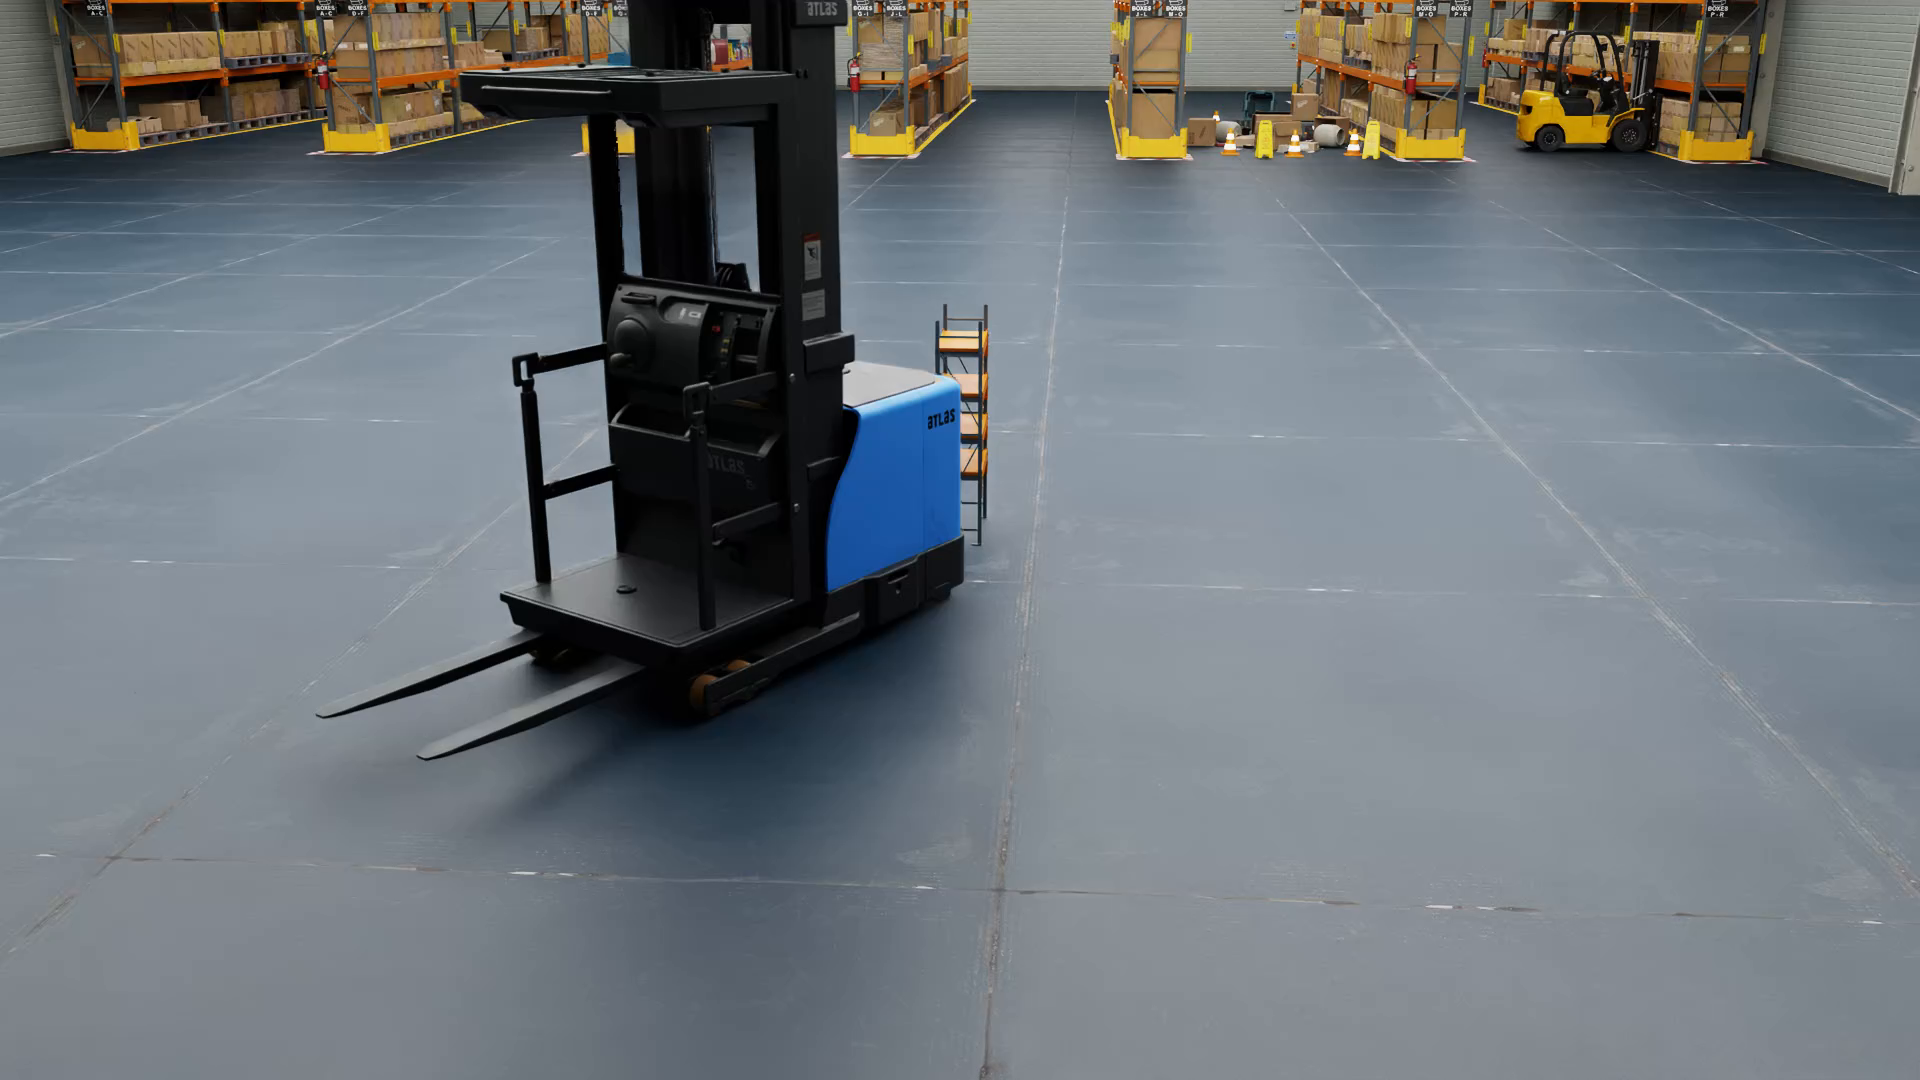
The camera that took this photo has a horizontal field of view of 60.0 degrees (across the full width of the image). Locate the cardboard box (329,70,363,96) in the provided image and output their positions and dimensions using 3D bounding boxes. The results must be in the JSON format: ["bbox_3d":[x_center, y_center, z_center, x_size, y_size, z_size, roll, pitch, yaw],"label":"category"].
[{"bbox_3d":[-15.372,-11.283,41.317,0.750,0.750,0.750,2,18,6],"label":"cardboard box"}]

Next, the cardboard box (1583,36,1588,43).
[{"bbox_3d":[13.649,-10.781,35.804,0.380,0.149,0.250,2,18,5],"label":"cardboard box"}]

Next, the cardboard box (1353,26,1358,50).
[{"bbox_3d":[8.700,-10.717,35.500,0.500,0.500,0.500,2,18,5],"label":"cardboard box"}]

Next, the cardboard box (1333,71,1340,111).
[{"bbox_3d":[9.225,-10.470,38.796,0.875,0.875,0.875,2,18,5],"label":"cardboard box"}]

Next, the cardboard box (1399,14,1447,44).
[{"bbox_3d":[8.270,-9.133,29.735,0.700,0.500,0.500,1,18,3],"label":"cardboard box"}]

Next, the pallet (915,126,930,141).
[{"bbox_3d":[-1.159,-8.235,33.715,1.003,0.211,1.213,1,18,4],"label":"pallet"}]

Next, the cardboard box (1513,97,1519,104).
[{"bbox_3d":[14.010,-10.947,41.419,0.380,0.149,0.250,1,18,2],"label":"cardboard box"}]

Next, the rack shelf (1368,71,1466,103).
[{"bbox_3d":[8.595,-8.585,31.461,1.077,0.370,4.000,1,18,4],"label":"rack shelf"}]

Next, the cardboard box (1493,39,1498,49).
[{"bbox_3d":[14.212,-12.944,43.372,0.500,0.250,0.500,1,18,5],"label":"cardboard box"}]

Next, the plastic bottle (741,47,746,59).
[{"bbox_3d":[-5.291,-11.864,40.512,0.152,0.276,0.135,1,18,4],"label":"plastic bottle"}]

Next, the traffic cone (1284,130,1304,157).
[{"bbox_3d":[6.064,-7.182,30.097,0.336,0.463,0.334,1,18,4],"label":"traffic cone"}]

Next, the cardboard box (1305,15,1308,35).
[{"bbox_3d":[9.221,-13.334,43.033,0.500,0.500,0.500,1,18,3],"label":"cardboard box"}]

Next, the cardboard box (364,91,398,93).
[{"bbox_3d":[-11.478,-8.638,33.004,0.500,0.500,0.500,1,18,4],"label":"cardboard box"}]

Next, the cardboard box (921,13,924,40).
[{"bbox_3d":[-0.975,-9.977,32.309,0.500,0.500,0.500,1,18,4],"label":"cardboard box"}]

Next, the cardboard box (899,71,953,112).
[{"bbox_3d":[-0.789,-10.415,38.629,1.225,0.875,0.875,0,18,1],"label":"cardboard box"}]

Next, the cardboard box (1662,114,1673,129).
[{"bbox_3d":[13.172,-7.640,30.361,0.500,0.250,0.500,1,18,3],"label":"cardboard box"}]

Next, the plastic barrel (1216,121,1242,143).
[{"bbox_3d":[5.242,-8.016,32.708,0.512,0.421,0.421,17,25,41],"label":"plastic barrel"}]

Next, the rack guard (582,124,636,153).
[{"bbox_3d":[-6.415,-7.474,30.930,1.175,0.500,0.348,1,18,4],"label":"rack guard"}]

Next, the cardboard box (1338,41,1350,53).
[{"bbox_3d":[8.806,-11.113,37.458,0.500,0.250,0.500,1,18,4],"label":"cardboard box"}]

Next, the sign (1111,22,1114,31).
[{"bbox_3d":[4.113,-13.777,44.762,0.100,0.325,0.005,1,18,4],"label":"sign"}]

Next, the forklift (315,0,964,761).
[{"bbox_3d":[-1.255,-0.850,6.811,1.130,2.935,3.031,13,22,34],"label":"forklift"}]

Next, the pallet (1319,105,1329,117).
[{"bbox_3d":[9.332,-10.466,40.525,1.003,0.211,1.213,1,18,4],"label":"pallet"}]

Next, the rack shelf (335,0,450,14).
[{"bbox_3d":[-11.170,-10.454,32.347,1.077,0.370,4.000,1,18,4],"label":"rack shelf"}]

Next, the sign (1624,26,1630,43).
[{"bbox_3d":[13.147,-9.960,32.770,0.100,0.325,0.005,1,18,4],"label":"sign"}]

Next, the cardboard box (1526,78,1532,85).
[{"bbox_3d":[13.972,-11.137,40.394,0.380,0.149,0.250,2,18,7],"label":"cardboard box"}]

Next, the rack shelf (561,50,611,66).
[{"bbox_3d":[-10.310,-12.755,44.189,1.077,0.370,4.000,1,18,4],"label":"rack shelf"}]

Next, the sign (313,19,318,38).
[{"bbox_3d":[-11.854,-9.428,30.640,0.100,0.325,0.005,1,18,4],"label":"sign"}]

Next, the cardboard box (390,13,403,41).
[{"bbox_3d":[-11.196,-9.894,32.058,0.700,0.500,0.500,1,18,4],"label":"cardboard box"}]

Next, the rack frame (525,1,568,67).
[{"bbox_3d":[-10.453,-12.476,42.181,1.000,3.000,0.127,1,18,4],"label":"rack frame"}]

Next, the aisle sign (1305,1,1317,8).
[{"bbox_3d":[9.314,-14.539,44.302,0.394,0.787,0.004,1,18,4],"label":"aisle sign"}]

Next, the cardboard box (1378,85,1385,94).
[{"bbox_3d":[8.323,-8.731,32.247,0.380,0.149,0.250,2,18,6],"label":"cardboard box"}]

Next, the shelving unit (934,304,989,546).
[{"bbox_3d":[0.012,-0.622,8.893,0.258,1.200,0.503,1,18,4],"label":"shelving unit"}]

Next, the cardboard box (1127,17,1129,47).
[{"bbox_3d":[3.604,-9.595,31.413,0.875,0.550,0.500,1,18,4],"label":"cardboard box"}]

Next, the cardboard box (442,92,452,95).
[{"bbox_3d":[-11.215,-9.600,36.243,0.500,0.311,0.500,1,18,4],"label":"cardboard box"}]

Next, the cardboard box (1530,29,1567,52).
[{"bbox_3d":[13.968,-11.864,39.478,0.700,0.500,0.500,1,18,5],"label":"cardboard box"}]

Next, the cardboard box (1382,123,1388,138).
[{"bbox_3d":[8.318,-7.779,31.587,0.500,0.250,0.500,1,18,2],"label":"cardboard box"}]

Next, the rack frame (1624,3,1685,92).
[{"bbox_3d":[13.689,-9.438,32.910,1.000,3.000,0.127,1,18,4],"label":"rack frame"}]

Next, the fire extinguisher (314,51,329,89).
[{"bbox_3d":[-11.785,-8.686,30.739,0.296,0.674,0.183,1,18,4],"label":"fire extinguisher"}]

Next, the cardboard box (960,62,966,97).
[{"bbox_3d":[-0.317,-12.203,44.085,0.875,0.875,0.875,1,18,4],"label":"cardboard box"}]

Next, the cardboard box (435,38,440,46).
[{"bbox_3d":[-10.852,-10.181,33.975,0.380,0.149,0.250,1,18,3],"label":"cardboard box"}]

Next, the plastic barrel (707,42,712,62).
[{"bbox_3d":[-5.691,-10.720,36.642,0.421,0.512,0.421,0,18,0],"label":"plastic barrel"}]

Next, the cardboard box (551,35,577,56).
[{"bbox_3d":[-10.145,-12.676,42.630,0.500,0.500,0.500,2,18,5],"label":"cardboard box"}]

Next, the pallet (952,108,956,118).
[{"bbox_3d":[-0.638,-10.307,40.041,1.003,0.211,1.213,1,18,4],"label":"pallet"}]

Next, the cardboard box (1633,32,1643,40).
[{"bbox_3d":[13.371,-9.843,32.465,0.380,0.149,0.250,2,18,5],"label":"cardboard box"}]

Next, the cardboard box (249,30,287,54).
[{"bbox_3d":[-15.718,-11.279,37.662,0.700,0.500,0.500,0,18,-1],"label":"cardboard box"}]

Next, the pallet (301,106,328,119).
[{"bbox_3d":[-15.550,-10.261,39.900,1.003,0.211,1.213,1,18,4],"label":"pallet"}]

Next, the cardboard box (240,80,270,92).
[{"bbox_3d":[-15.816,-10.161,37.218,0.500,0.250,0.500,1,18,4],"label":"cardboard box"}]
